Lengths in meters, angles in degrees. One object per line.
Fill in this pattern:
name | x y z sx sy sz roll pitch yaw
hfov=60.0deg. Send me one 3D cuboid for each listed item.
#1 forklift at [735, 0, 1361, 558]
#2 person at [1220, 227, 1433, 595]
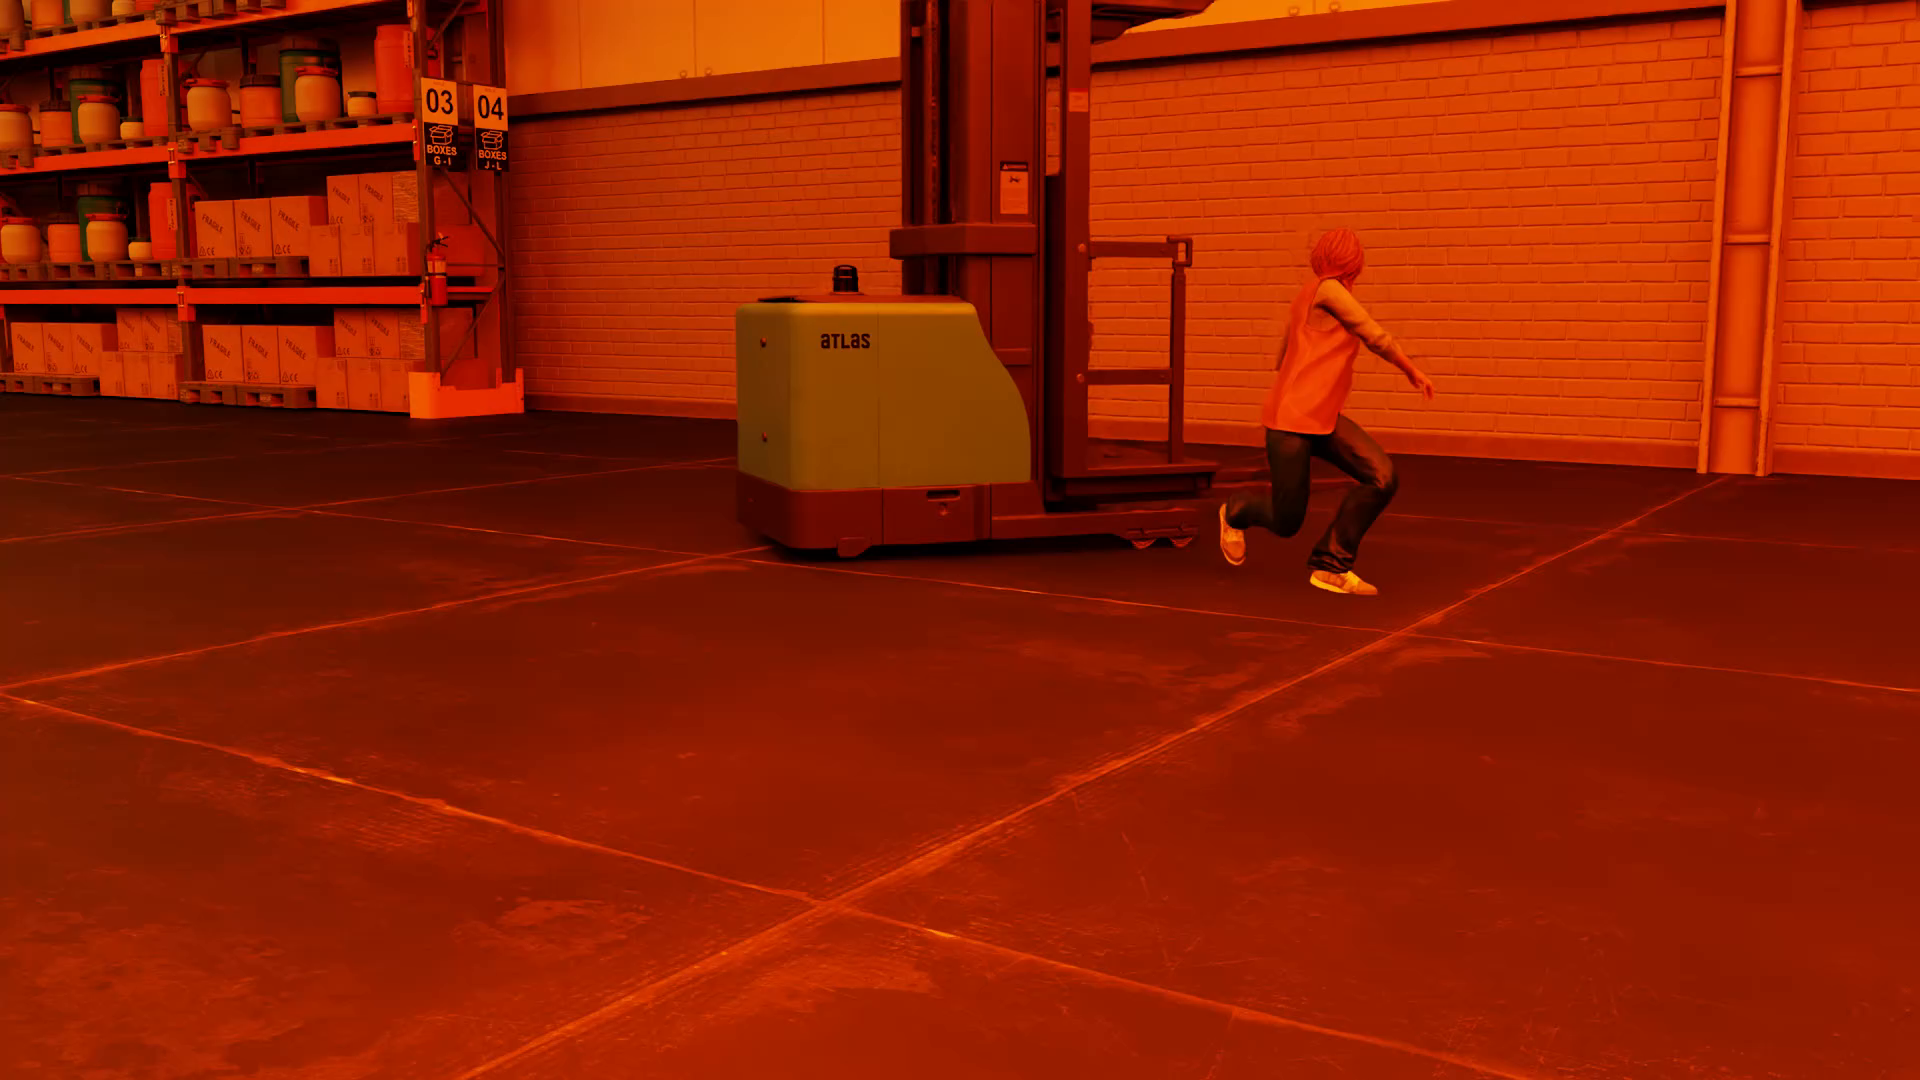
forklift | 0.532 -1.486 7.643 3.031 2.935 1.130 -3 9 -22
person | 1.343 -0.484 6.354 0.823 1.366 0.547 7 10 39
